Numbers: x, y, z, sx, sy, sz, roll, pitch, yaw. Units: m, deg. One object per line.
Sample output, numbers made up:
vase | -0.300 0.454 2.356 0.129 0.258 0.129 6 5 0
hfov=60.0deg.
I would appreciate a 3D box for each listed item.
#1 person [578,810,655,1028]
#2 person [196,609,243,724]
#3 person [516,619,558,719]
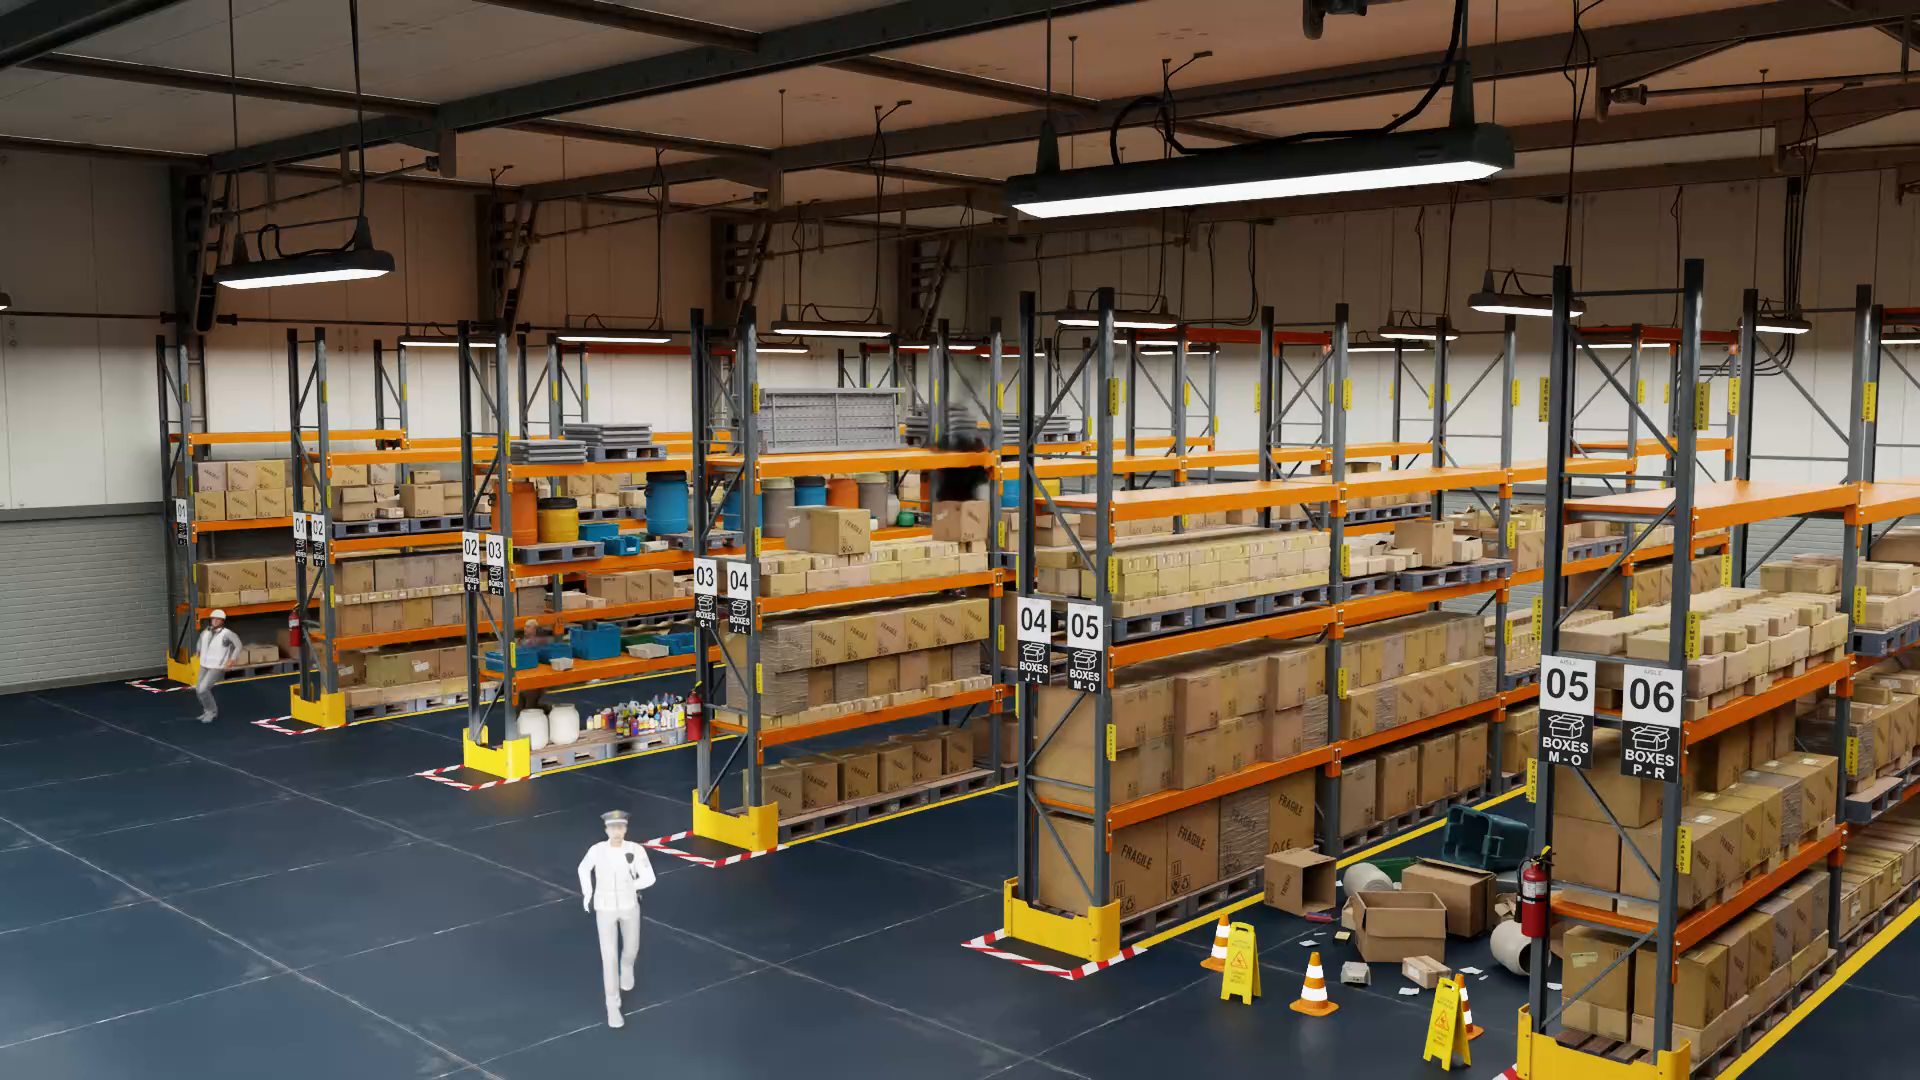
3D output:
person | -2.808 3.024 13.638 0.614 1.674 0.938 -1 6 -14
person | -11.428 1.934 25.451 0.669 1.751 0.621 2 6 24
person | -6.215 2.030 24.221 0.711 1.769 0.900 4 7 38
